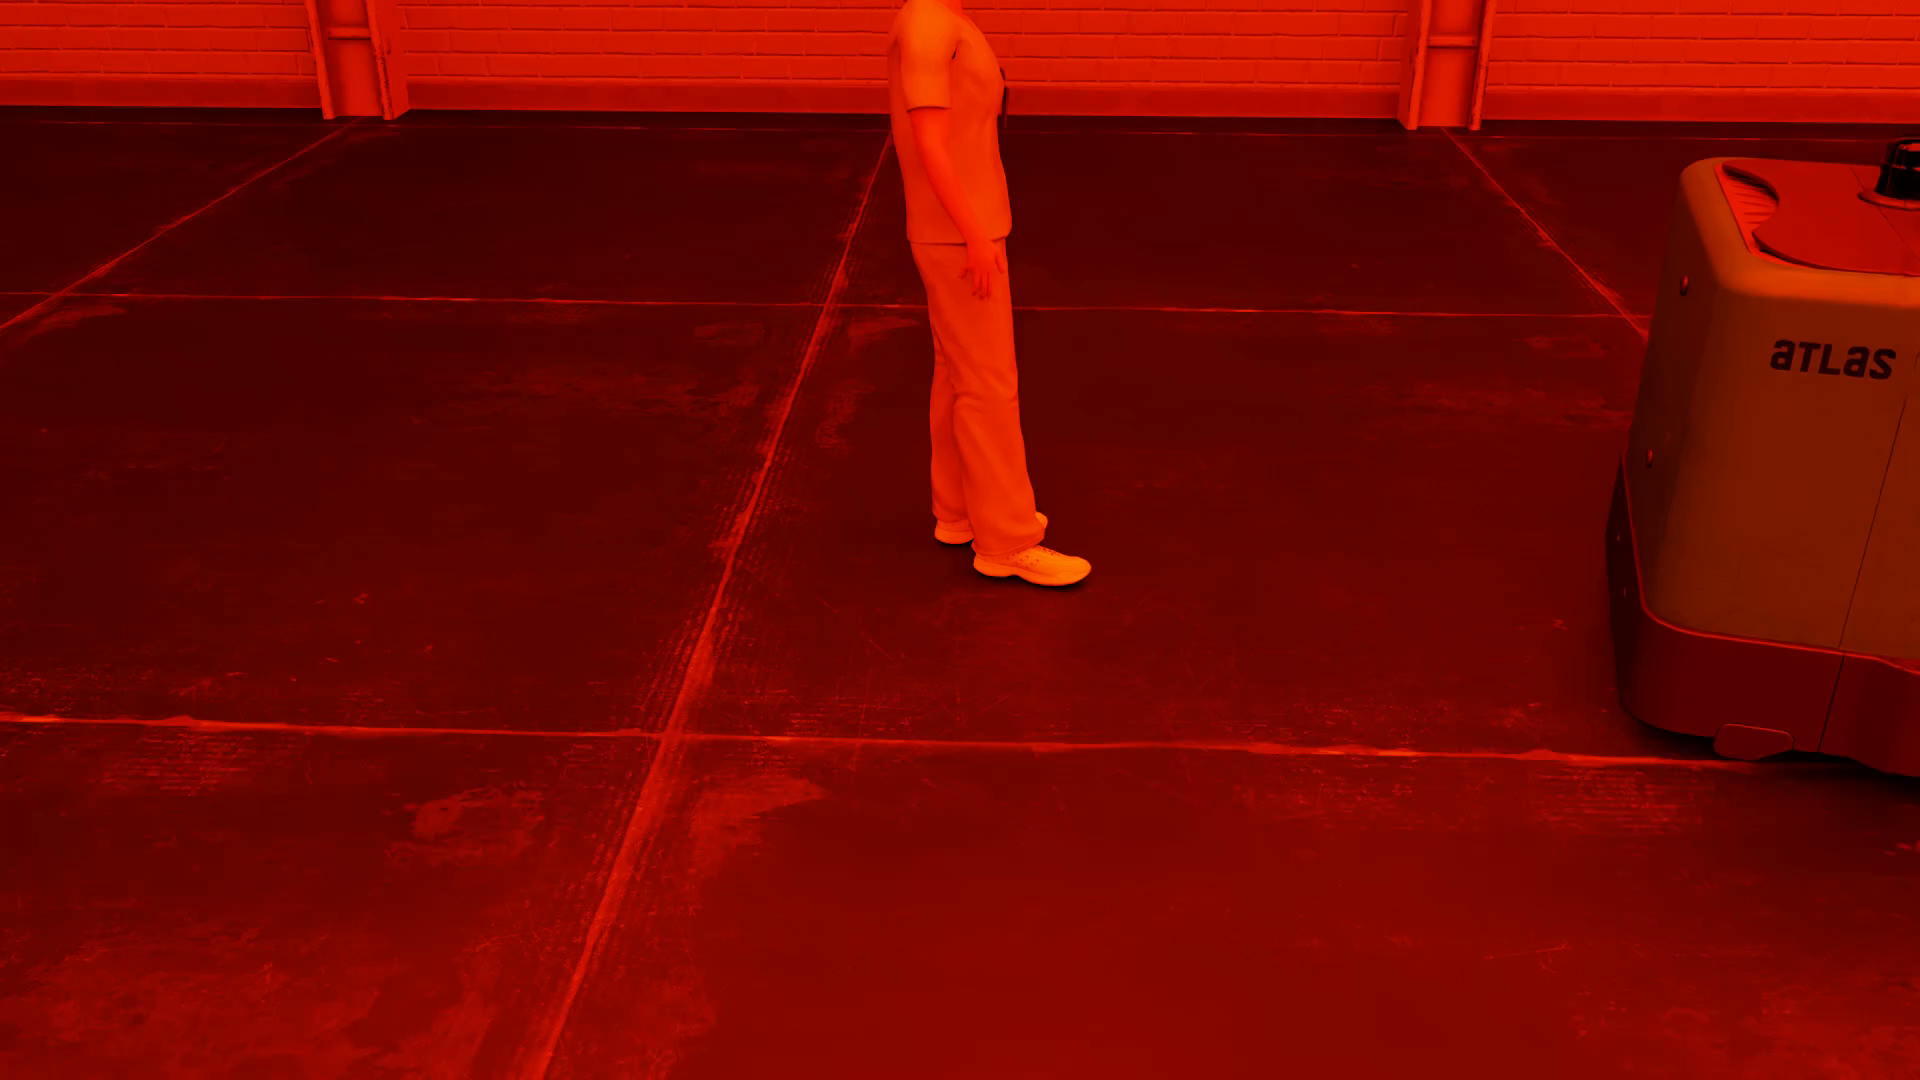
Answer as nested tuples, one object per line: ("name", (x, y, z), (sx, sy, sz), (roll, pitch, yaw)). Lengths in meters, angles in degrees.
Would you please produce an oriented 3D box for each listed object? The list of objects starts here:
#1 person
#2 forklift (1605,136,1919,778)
("person", (0.073, -0.751, 4.132), (0.549, 1.675, 0.549), (1, 26, 2))
("forklift", (3.022, -0.882, 2.996), (3.031, 2.935, 1.130), (8, 27, 15))
